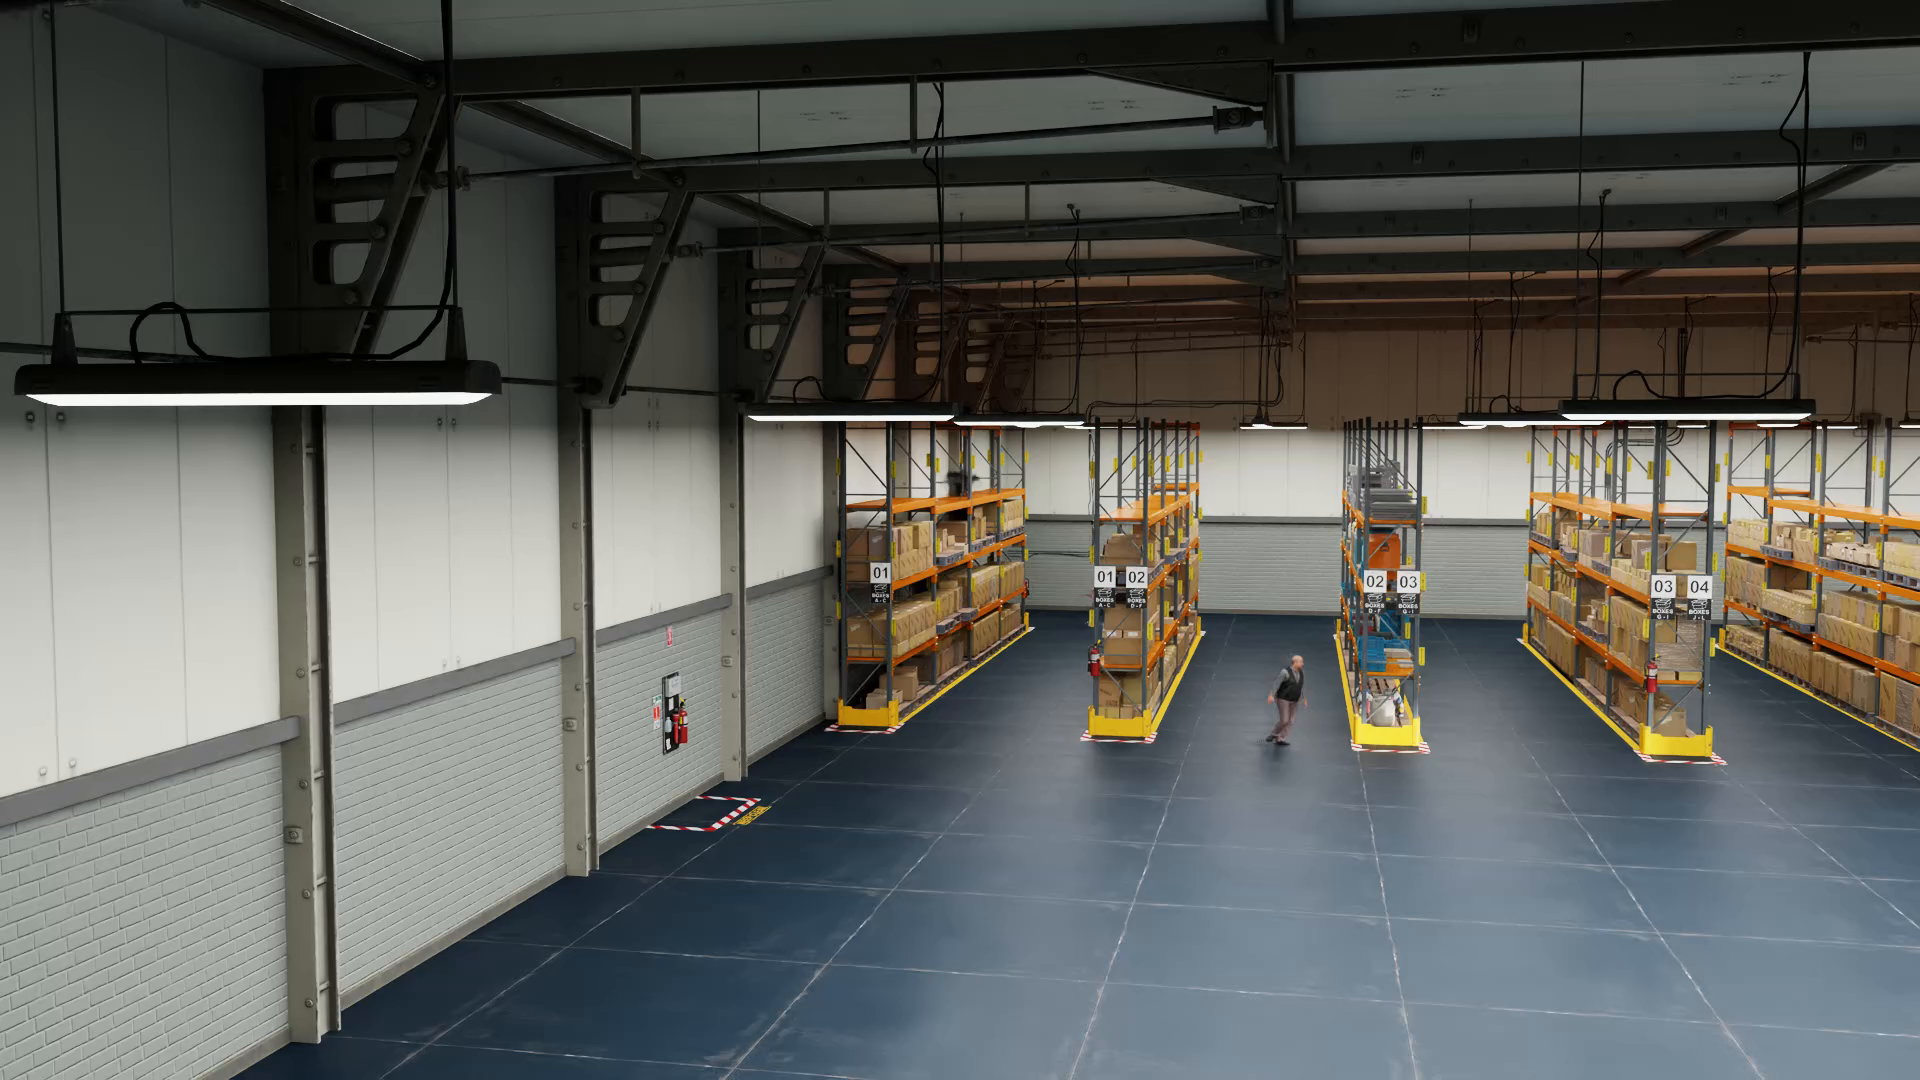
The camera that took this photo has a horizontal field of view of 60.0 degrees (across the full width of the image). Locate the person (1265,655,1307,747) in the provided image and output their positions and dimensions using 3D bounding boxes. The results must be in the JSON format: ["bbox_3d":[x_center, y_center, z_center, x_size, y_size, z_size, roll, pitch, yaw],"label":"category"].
[{"bbox_3d":[5.949,2.923,30.268,0.691,1.683,0.546,-2,4,-33],"label":"person"}]

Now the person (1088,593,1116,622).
[{"bbox_3d":[4.267,1.891,48.749,1.037,1.385,0.524,2,4,33],"label":"person"}]
